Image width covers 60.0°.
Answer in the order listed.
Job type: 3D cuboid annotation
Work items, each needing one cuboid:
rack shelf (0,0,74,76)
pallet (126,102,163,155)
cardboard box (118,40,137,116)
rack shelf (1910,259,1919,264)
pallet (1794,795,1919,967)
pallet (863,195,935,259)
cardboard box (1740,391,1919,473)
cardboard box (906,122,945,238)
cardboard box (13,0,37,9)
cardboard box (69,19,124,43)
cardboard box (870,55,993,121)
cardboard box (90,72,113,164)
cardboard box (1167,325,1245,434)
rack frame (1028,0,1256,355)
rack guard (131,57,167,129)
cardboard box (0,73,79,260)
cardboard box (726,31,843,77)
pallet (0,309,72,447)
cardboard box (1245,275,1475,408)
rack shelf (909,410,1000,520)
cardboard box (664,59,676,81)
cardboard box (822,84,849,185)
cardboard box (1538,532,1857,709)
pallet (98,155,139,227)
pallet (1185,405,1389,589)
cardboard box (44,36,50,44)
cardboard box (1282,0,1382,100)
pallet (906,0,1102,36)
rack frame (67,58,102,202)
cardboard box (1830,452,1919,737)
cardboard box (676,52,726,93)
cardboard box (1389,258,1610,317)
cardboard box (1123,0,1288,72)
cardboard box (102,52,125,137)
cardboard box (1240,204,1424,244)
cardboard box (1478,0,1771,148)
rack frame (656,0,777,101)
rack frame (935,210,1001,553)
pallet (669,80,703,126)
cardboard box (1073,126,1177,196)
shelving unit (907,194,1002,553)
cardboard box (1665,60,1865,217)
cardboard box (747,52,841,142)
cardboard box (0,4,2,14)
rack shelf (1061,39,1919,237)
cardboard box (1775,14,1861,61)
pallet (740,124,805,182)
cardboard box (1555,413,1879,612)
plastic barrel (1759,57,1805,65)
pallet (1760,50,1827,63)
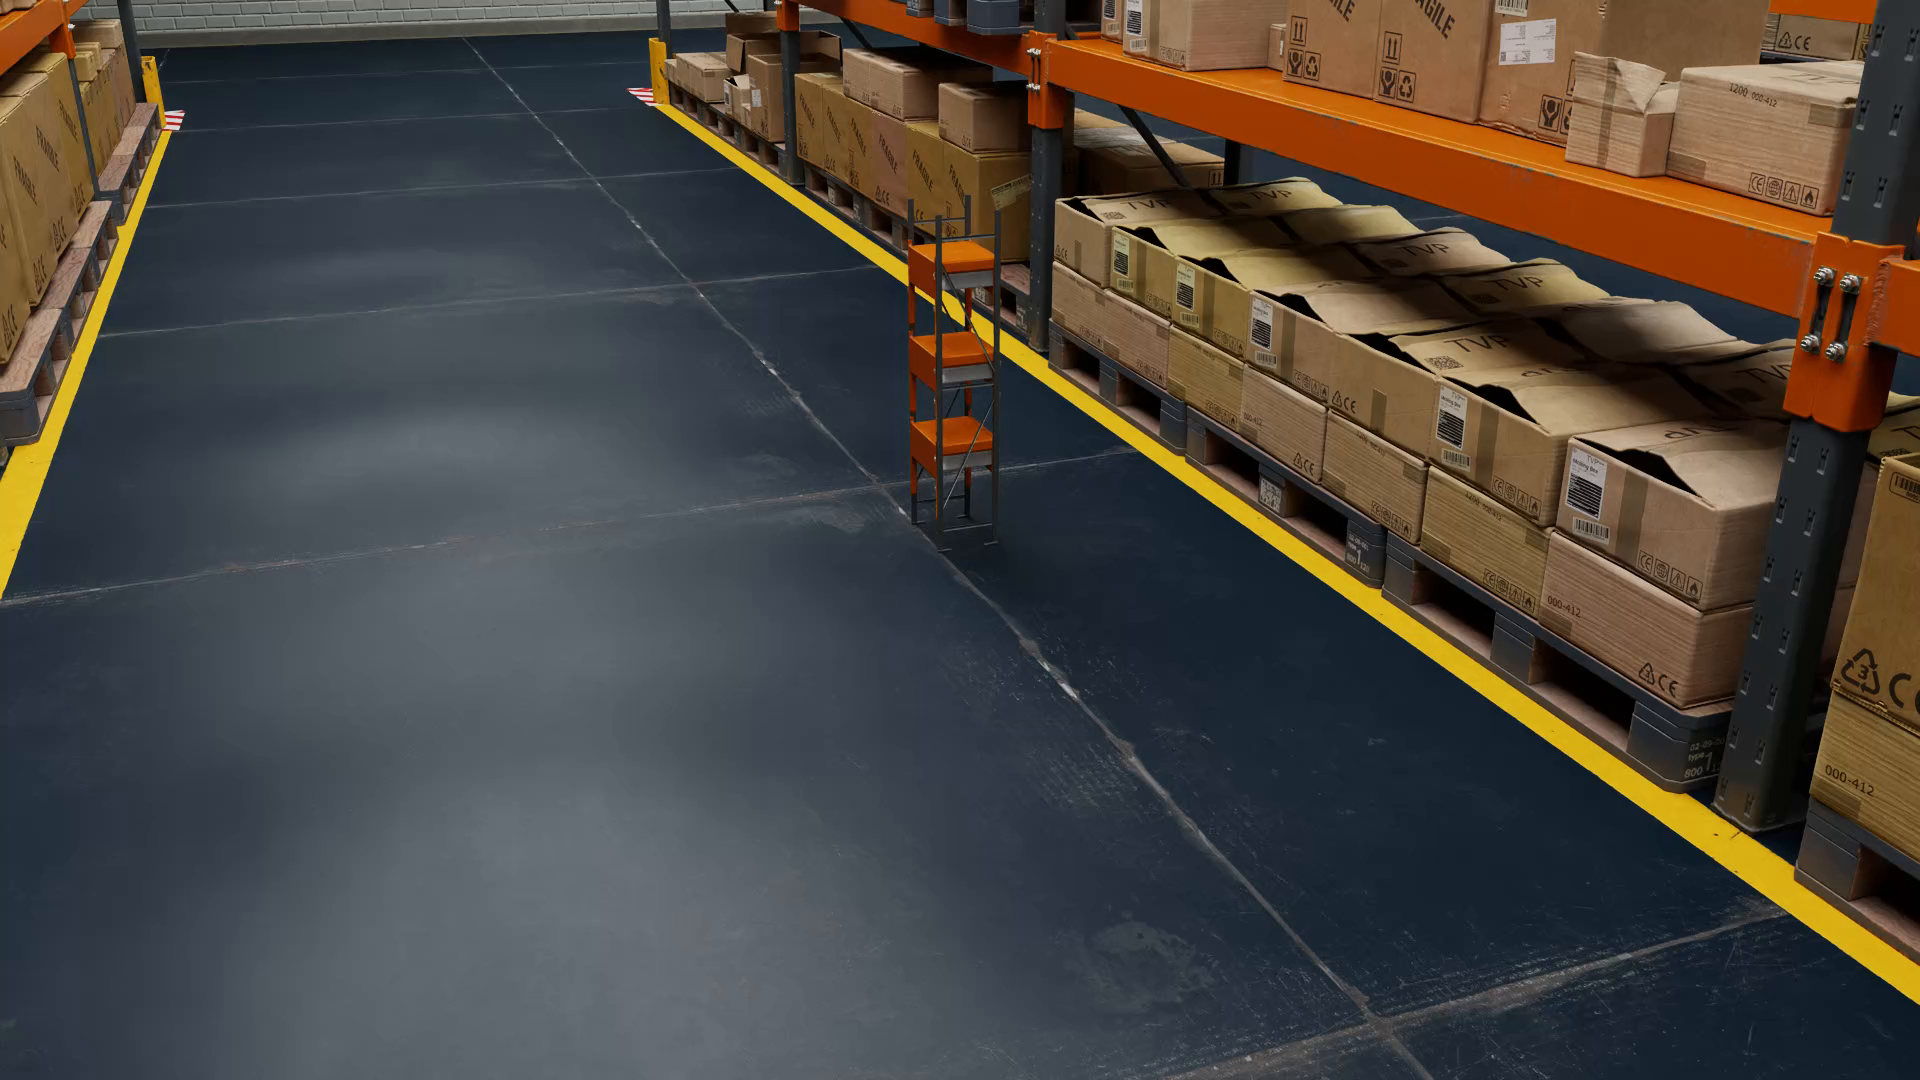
[{"bbox_3d":[-4.553,-1.981,7.014,1.077,0.370,4.000,-8,24,-19],"label":"rack shelf"},{"bbox_3d":[-6.317,-2.928,11.925,1.003,0.211,1.213,-8,24,-19],"label":"pallet"},{"bbox_3d":[-6.332,-3.294,11.880,0.700,0.500,0.500,-8,24,-19],"label":"cardboard box"},{"bbox_3d":[2.906,0.122,1.682,0.919,0.052,3.809,-8,24,-19],"label":"rack shelf"},{"bbox_3d":[2.441,0.766,3.160,1.003,0.211,1.213,-8,24,-19],"label":"pallet"},{"bbox_3d":[0.131,-1.701,9.014,1.003,0.211,1.213,-8,24,-19],"label":"pallet"},{"bbox_3d":[2.287,-0.183,4.099,0.500,0.311,0.500,-8,24,-19],"label":"cardboard box"},{"bbox_3d":[0.054,-1.813,8.342,0.500,0.500,0.500,-9,25,-21],"label":"cardboard box"},{"bbox_3d":[-4.566,-2.572,7.788,0.380,0.149,0.250,-8,24,-19],"label":"cardboard box"},{"bbox_3d":[-6.116,-3.571,11.703,0.380,0.149,0.250,-9,24,-20],"label":"cardboard box"},{"bbox_3d":[-0.153,-2.362,8.678,0.500,0.250,0.500,-9,24,-20],"label":"cardboard box"},{"bbox_3d":[-5.602,-2.550,10.115,0.700,0.500,0.500,-9,24,-20],"label":"cardboard box"},{"bbox_3d":[1.064,-0.592,5.792,0.500,0.250,0.500,-9,24,-20],"label":"cardboard box"},{"bbox_3d":[0.787,-2.267,6.766,1.000,3.000,0.127,-8,24,-19],"label":"rack frame"},{"bbox_3d":[-6.681,-3.350,12.553,1.175,0.500,0.348,-8,24,-19],"label":"rack guard"},{"bbox_3d":[-4.591,-1.701,7.651,0.750,0.750,0.750,-8,24,-17],"label":"cardboard box"},{"bbox_3d":[-1.295,-3.455,12.232,0.797,0.503,0.637,-8,24,-19],"label":"cardboard box"},{"bbox_3d":[-4.054,-0.598,6.396,1.003,0.211,1.213,-8,24,-19],"label":"pallet"},{"bbox_3d":[1.250,-0.659,5.229,0.500,0.311,0.500,-9,24,-20],"label":"cardboard box"},{"bbox_3d":[-0.019,-0.237,5.204,0.215,0.259,0.240,-8,24,-19],"label":"rack shelf"},{"bbox_3d":[-2.213,-3.863,13.658,0.380,0.149,0.250,-8,24,-19],"label":"cardboard box"},{"bbox_3d":[-0.485,-2.370,9.662,0.500,0.500,0.500,-8,24,-18],"label":"cardboard box"},{"bbox_3d":[1.782,0.149,4.034,0.500,0.250,0.500,-9,24,-20],"label":"cardboard box"},{"bbox_3d":[-5.455,-2.041,9.821,1.003,0.211,1.213,-8,24,-19],"label":"pallet"},{"bbox_3d":[1.468,-0.235,5.536,1.003,0.211,1.213,-8,24,-19],"label":"pallet"},{"bbox_3d":[-6.205,-3.243,10.925,0.380,0.149,0.250,-8,24,-18],"label":"cardboard box"},{"bbox_3d":[1.395,-1.706,5.306,0.500,0.500,0.500,-10,25,-22],"label":"cardboard box"},{"bbox_3d":[0.481,-2.415,7.365,1.213,0.211,1.003,-8,24,-19],"label":"pallet"},{"bbox_3d":[-5.260,-3.039,8.599,1.000,3.000,0.127,-8,24,-19],"label":"rack frame"},{"bbox_3d":[2.070,0.126,3.123,0.500,0.500,0.500,-8,24,-19],"label":"cardboard box"},{"bbox_3d":[-1.936,-3.691,13.119,0.500,0.250,0.500,-8,24,-19],"label":"cardboard box"},{"bbox_3d":[1.742,-0.741,5.424,0.500,0.311,0.500,-8,24,-18],"label":"cardboard box"},{"bbox_3d":[0.921,-1.874,5.950,0.500,0.311,0.500,-9,24,-20],"label":"cardboard box"},{"bbox_3d":[-5.977,-2.929,11.015,0.700,0.500,0.500,-9,25,-21],"label":"cardboard box"},{"bbox_3d":[1.392,-1.107,6.293,0.500,0.311,0.500,-9,24,-20],"label":"cardboard box"},{"bbox_3d":[1.757,-1.332,4.420,0.500,0.500,0.500,-7,24,-15],"label":"cardboard box"},{"bbox_3d":[-2.040,-5.174,13.663,1.000,3.000,0.127,-8,24,-19],"label":"rack frame"},{"bbox_3d":[0.024,-0.459,4.987,0.200,1.050,0.008,-8,24,-19],"label":"rack frame"},{"bbox_3d":[-1.730,-3.571,13.452,1.003,0.211,1.213,-8,24,-19],"label":"pallet"},{"bbox_3d":[0.703,-1.712,8.101,0.500,0.500,0.500,-9,25,-21],"label":"cardboard box"},{"bbox_3d":[-0.019,-0.503,5.092,0.215,1.050,0.252,-8,24,-19],"label":"shelving unit"},{"bbox_3d":[1.985,-0.917,3.757,0.500,0.250,0.500,-7,24,-16],"label":"cardboard box"},{"bbox_3d":[-1.093,-2.939,11.014,0.500,0.500,0.500,-8,24,-19],"label":"cardboard box"},{"bbox_3d":[-4.467,-2.381,7.335,0.380,0.149,0.250,-9,24,-20],"label":"cardboard box"},{"bbox_3d":[1.493,-1.299,5.144,0.919,0.124,3.809,-8,24,-19],"label":"rack shelf"},{"bbox_3d":[8.166,-4.870,15.138,0.875,0.875,0.875,-8,24,-19],"label":"cardboard box"},{"bbox_3d":[-0.868,-2.685,11.349,1.003,0.211,1.213,-8,24,-19],"label":"pallet"},{"bbox_3d":[1.788,-0.106,3.917,0.500,0.311,0.500,-8,24,-19],"label":"cardboard box"},{"bbox_3d":[4.834,-2.613,10.152,0.600,0.588,0.708,-8,24,-19],"label":"plastic barrel"},{"bbox_3d":[8.012,-4.524,15.712,1.003,0.211,1.213,-8,24,-19],"label":"pallet"}]
